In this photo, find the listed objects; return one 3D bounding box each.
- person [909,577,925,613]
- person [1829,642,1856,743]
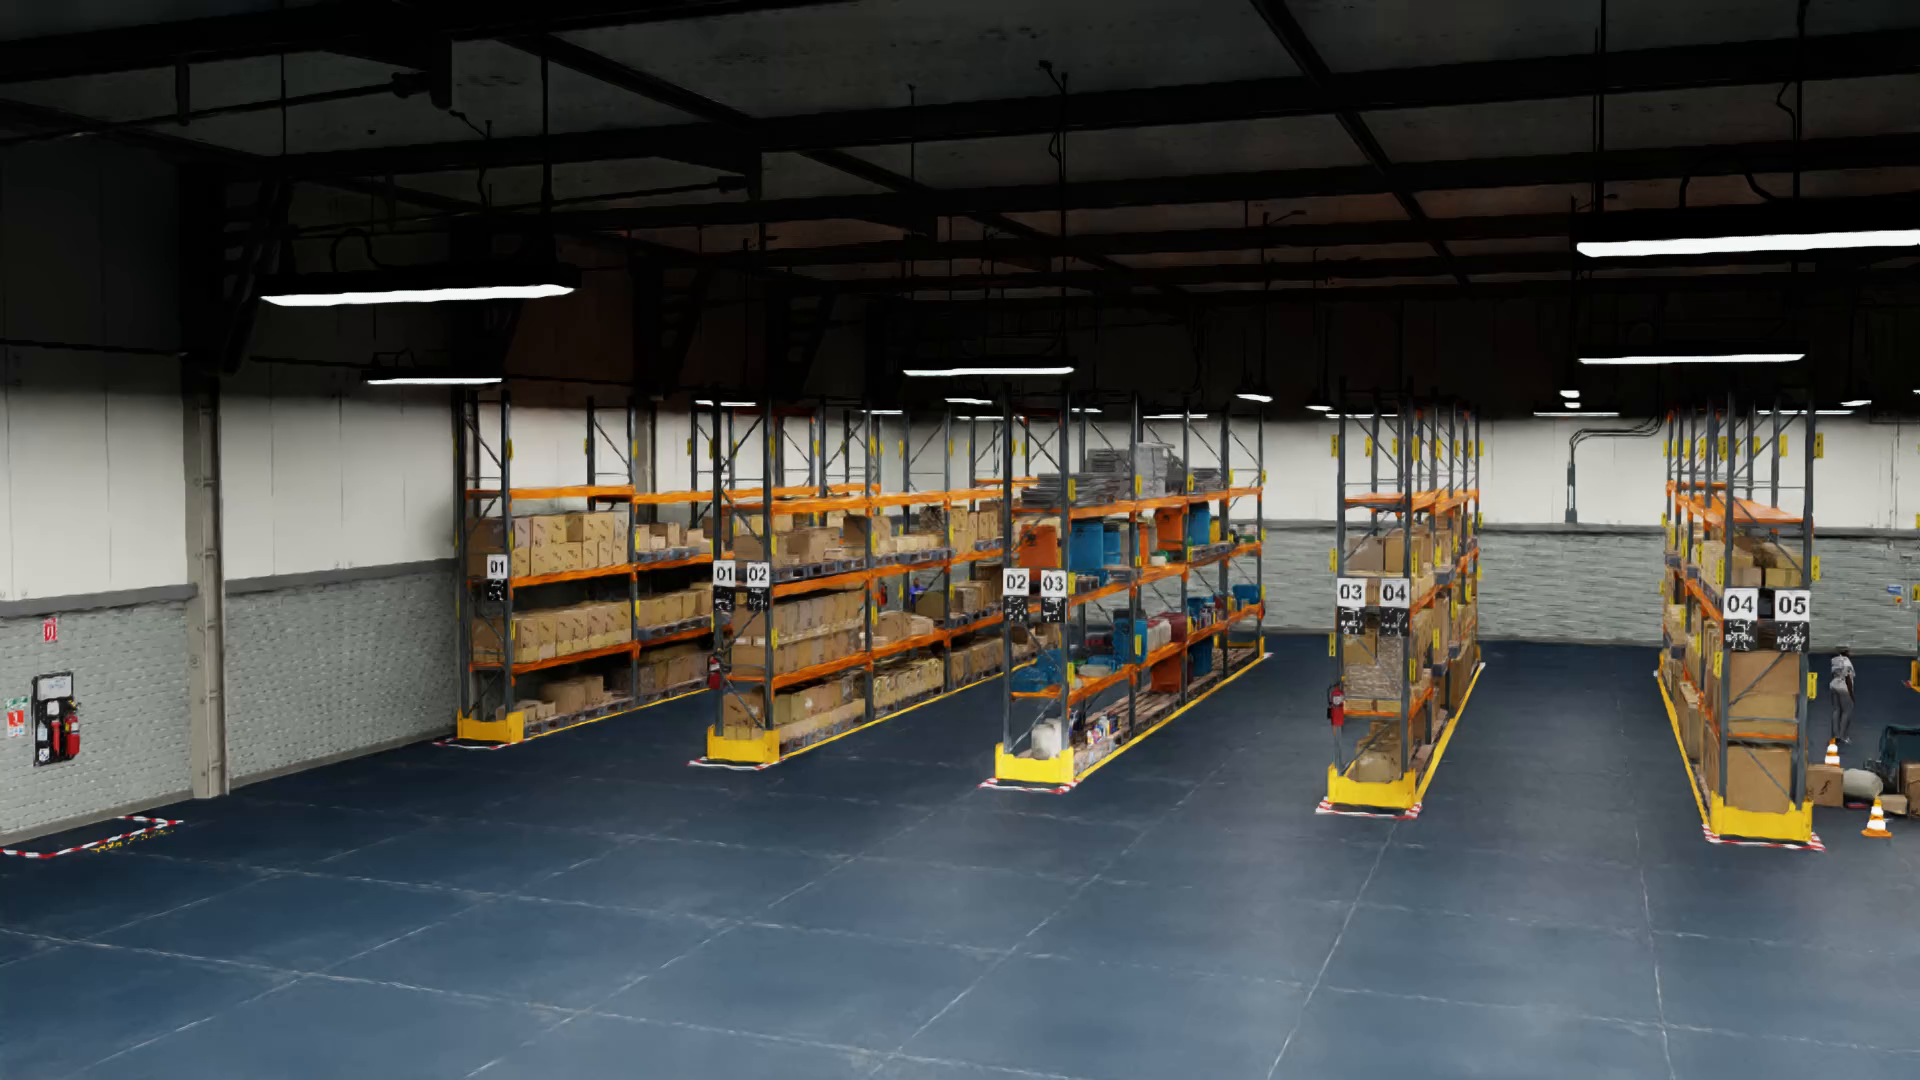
[{"bbox_3d":[-1.130,1.765,44.255,0.616,1.602,0.750,0,3,0],"label":"person"},{"bbox_3d":[15.152,2.622,28.525,0.372,1.737,0.526,0,3,-6],"label":"person"}]
